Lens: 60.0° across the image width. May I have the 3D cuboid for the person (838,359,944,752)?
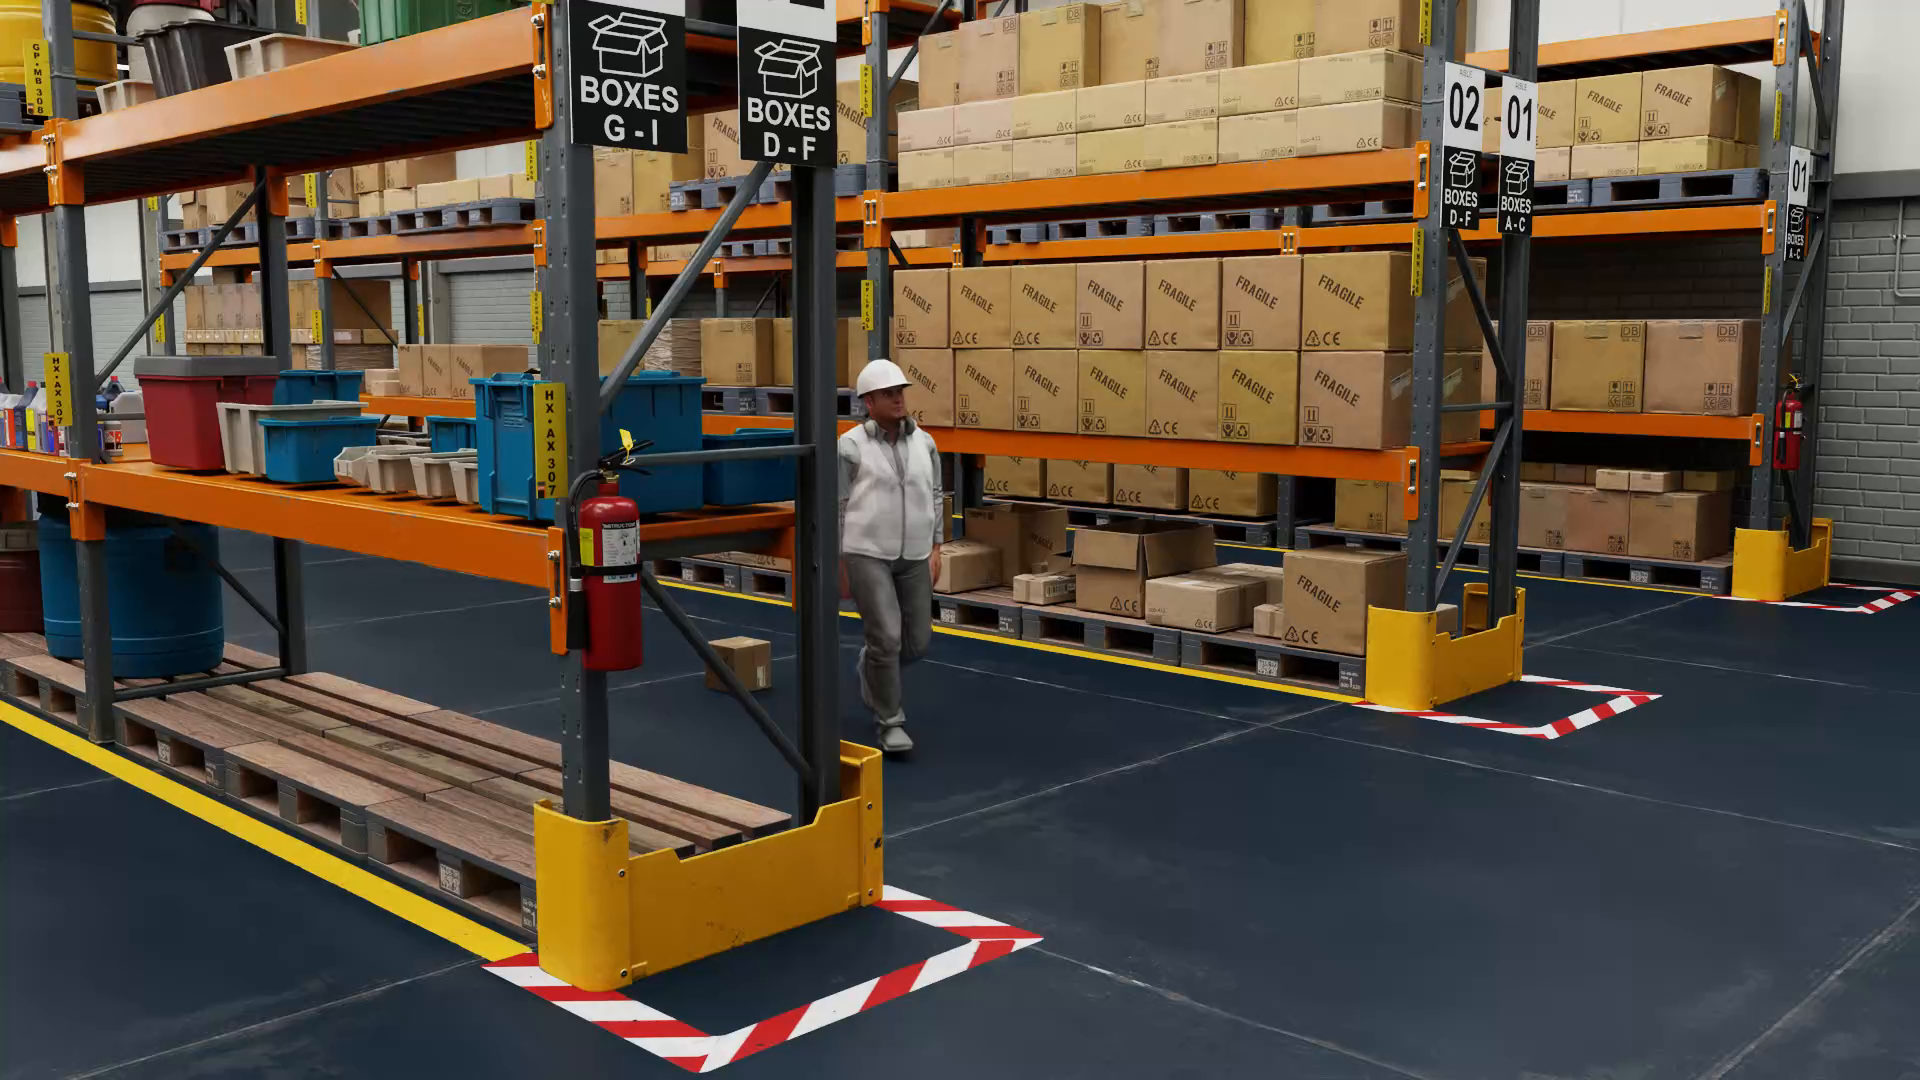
[{"bbox_3d":[-0.348,0.051,7.636,0.549,1.753,0.785,-4,8,-28],"label":"person"}]
